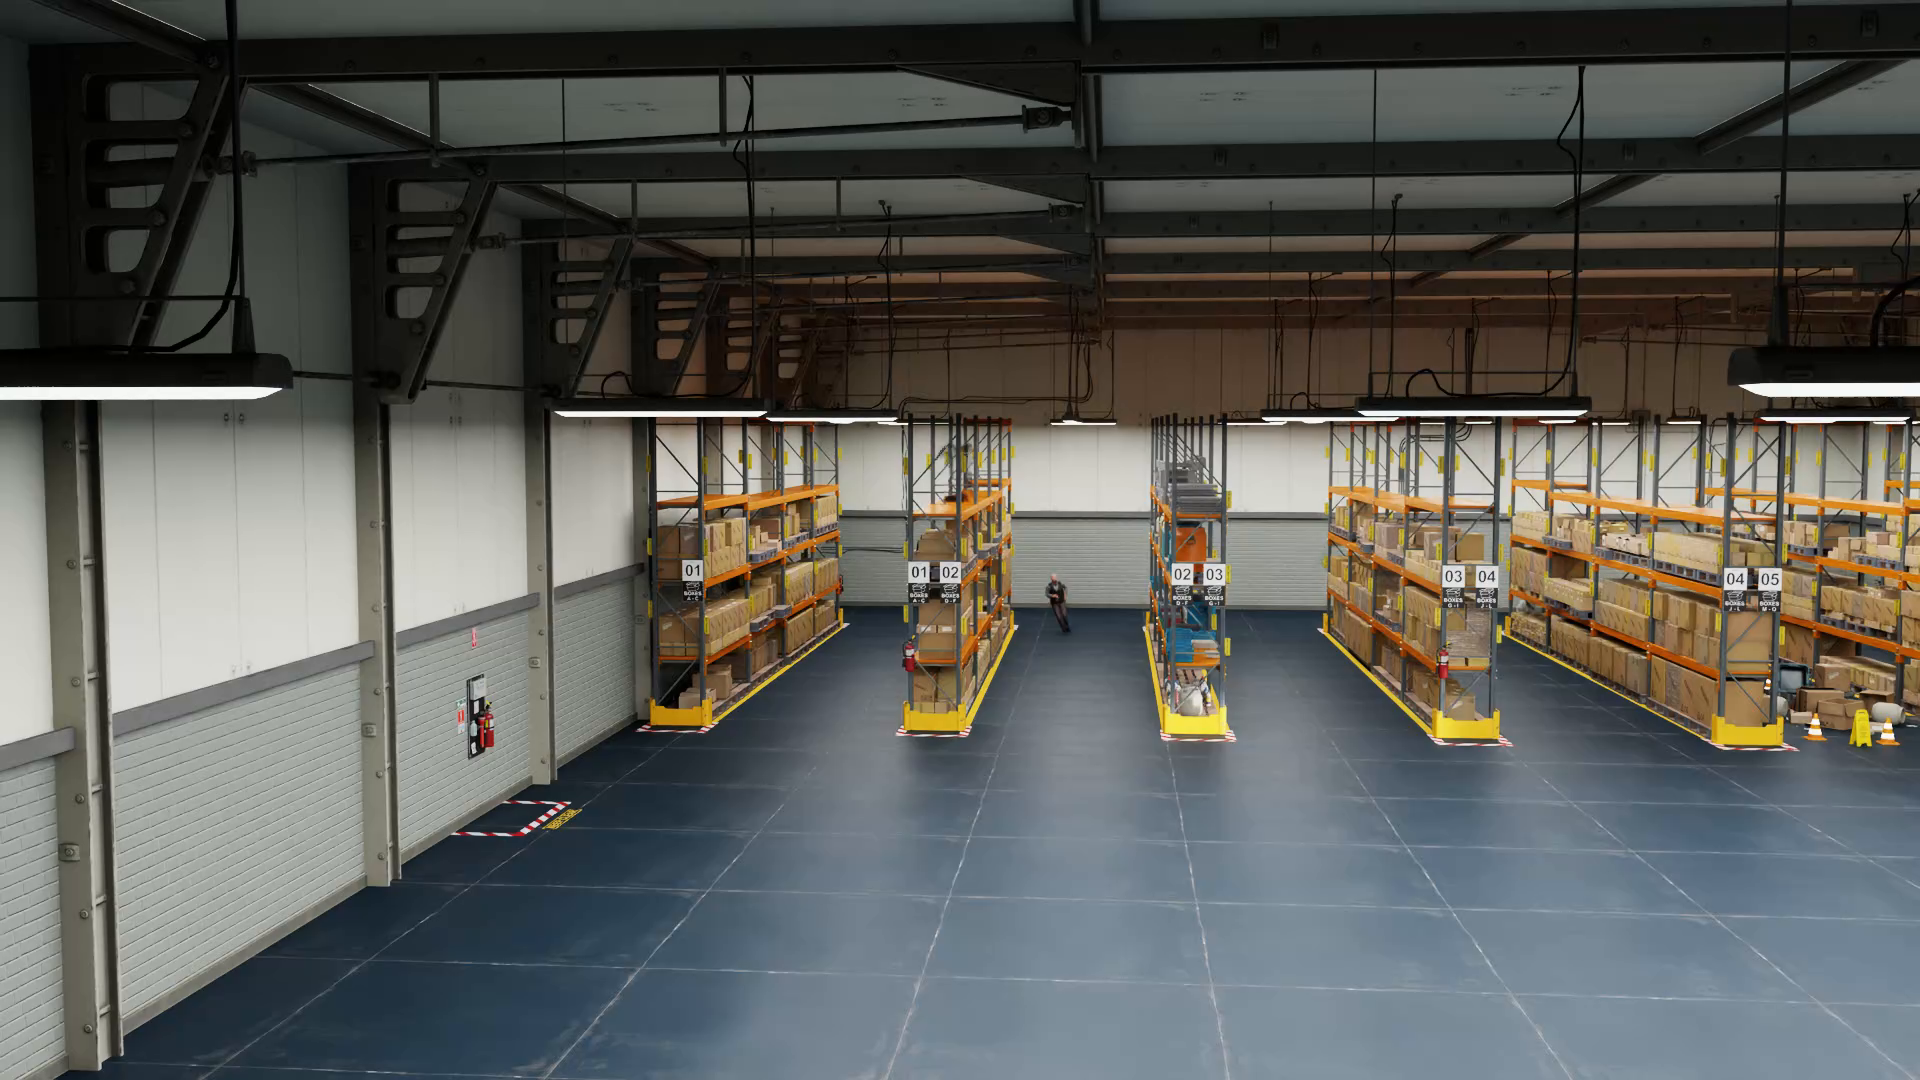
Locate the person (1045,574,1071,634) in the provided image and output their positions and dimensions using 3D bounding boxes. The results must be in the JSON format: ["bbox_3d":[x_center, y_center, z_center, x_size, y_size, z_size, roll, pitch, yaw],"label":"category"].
[{"bbox_3d":[2.728,1.779,46.318,0.711,1.681,0.628,0,4,1],"label":"person"}]

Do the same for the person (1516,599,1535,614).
[{"bbox_3d":[16.031,1.669,47.044,0.880,1.795,0.720,1,4,19],"label":"person"}]

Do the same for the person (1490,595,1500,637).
[{"bbox_3d":[13.802,1.929,43.481,0.644,1.752,0.611,1,4,9],"label":"person"}]
